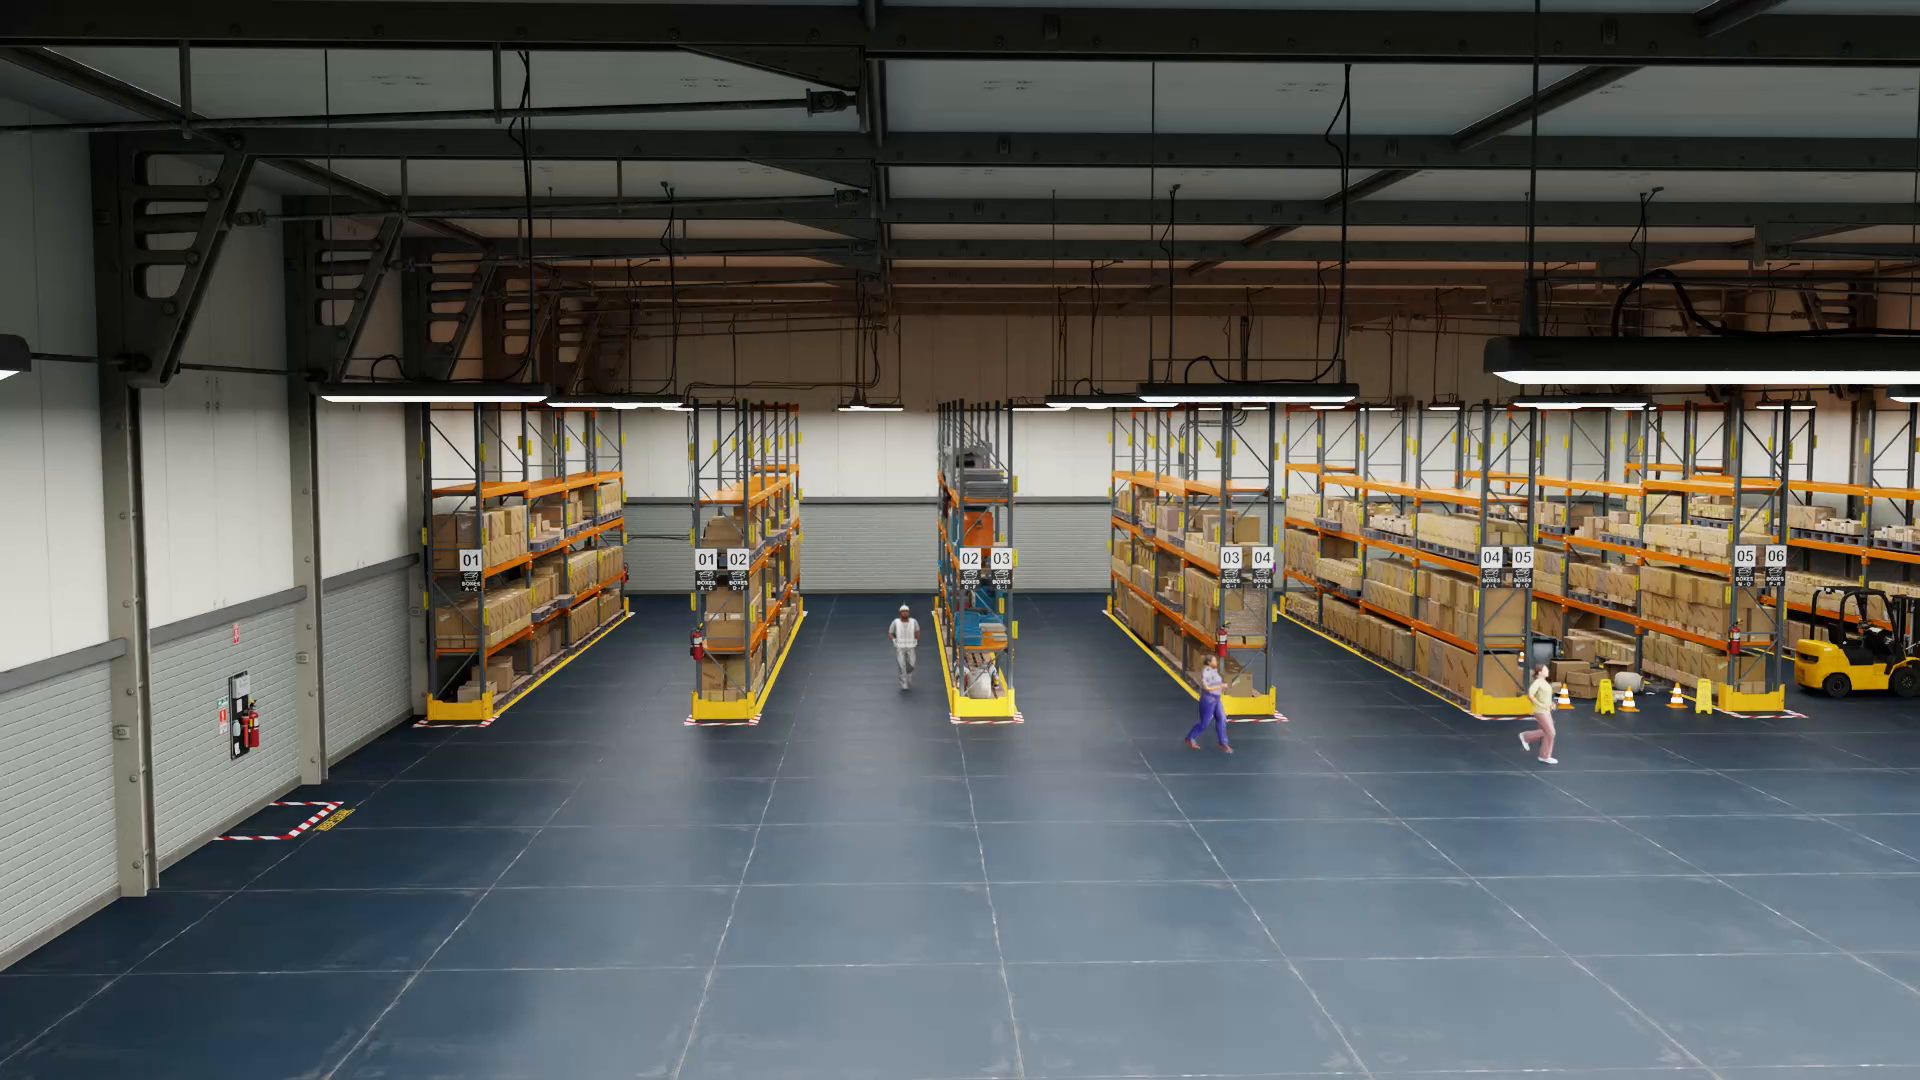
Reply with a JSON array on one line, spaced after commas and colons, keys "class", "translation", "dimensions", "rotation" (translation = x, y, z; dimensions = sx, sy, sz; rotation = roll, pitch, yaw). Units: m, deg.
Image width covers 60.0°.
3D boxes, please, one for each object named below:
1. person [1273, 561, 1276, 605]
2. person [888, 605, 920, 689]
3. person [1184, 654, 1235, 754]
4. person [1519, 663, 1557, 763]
[{"class": "person", "translation": [8.946, 1.172, 48.442], "dimensions": [0.848, 1.770, 0.716], "rotation": [-2, 5, -29]}, {"class": "person", "translation": [-1.144, 2.222, 34.487], "dimensions": [0.679, 1.729, 0.568], "rotation": [-1, 4, -8]}, {"class": "person", "translation": [4.213, 2.761, 28.072], "dimensions": [0.831, 1.687, 0.598], "rotation": [2, 5, 26]}, {"class": "person", "translation": [9.524, 2.838, 27.397], "dimensions": [0.648, 1.637, 0.581], "rotation": [3, 5, 34]}]
